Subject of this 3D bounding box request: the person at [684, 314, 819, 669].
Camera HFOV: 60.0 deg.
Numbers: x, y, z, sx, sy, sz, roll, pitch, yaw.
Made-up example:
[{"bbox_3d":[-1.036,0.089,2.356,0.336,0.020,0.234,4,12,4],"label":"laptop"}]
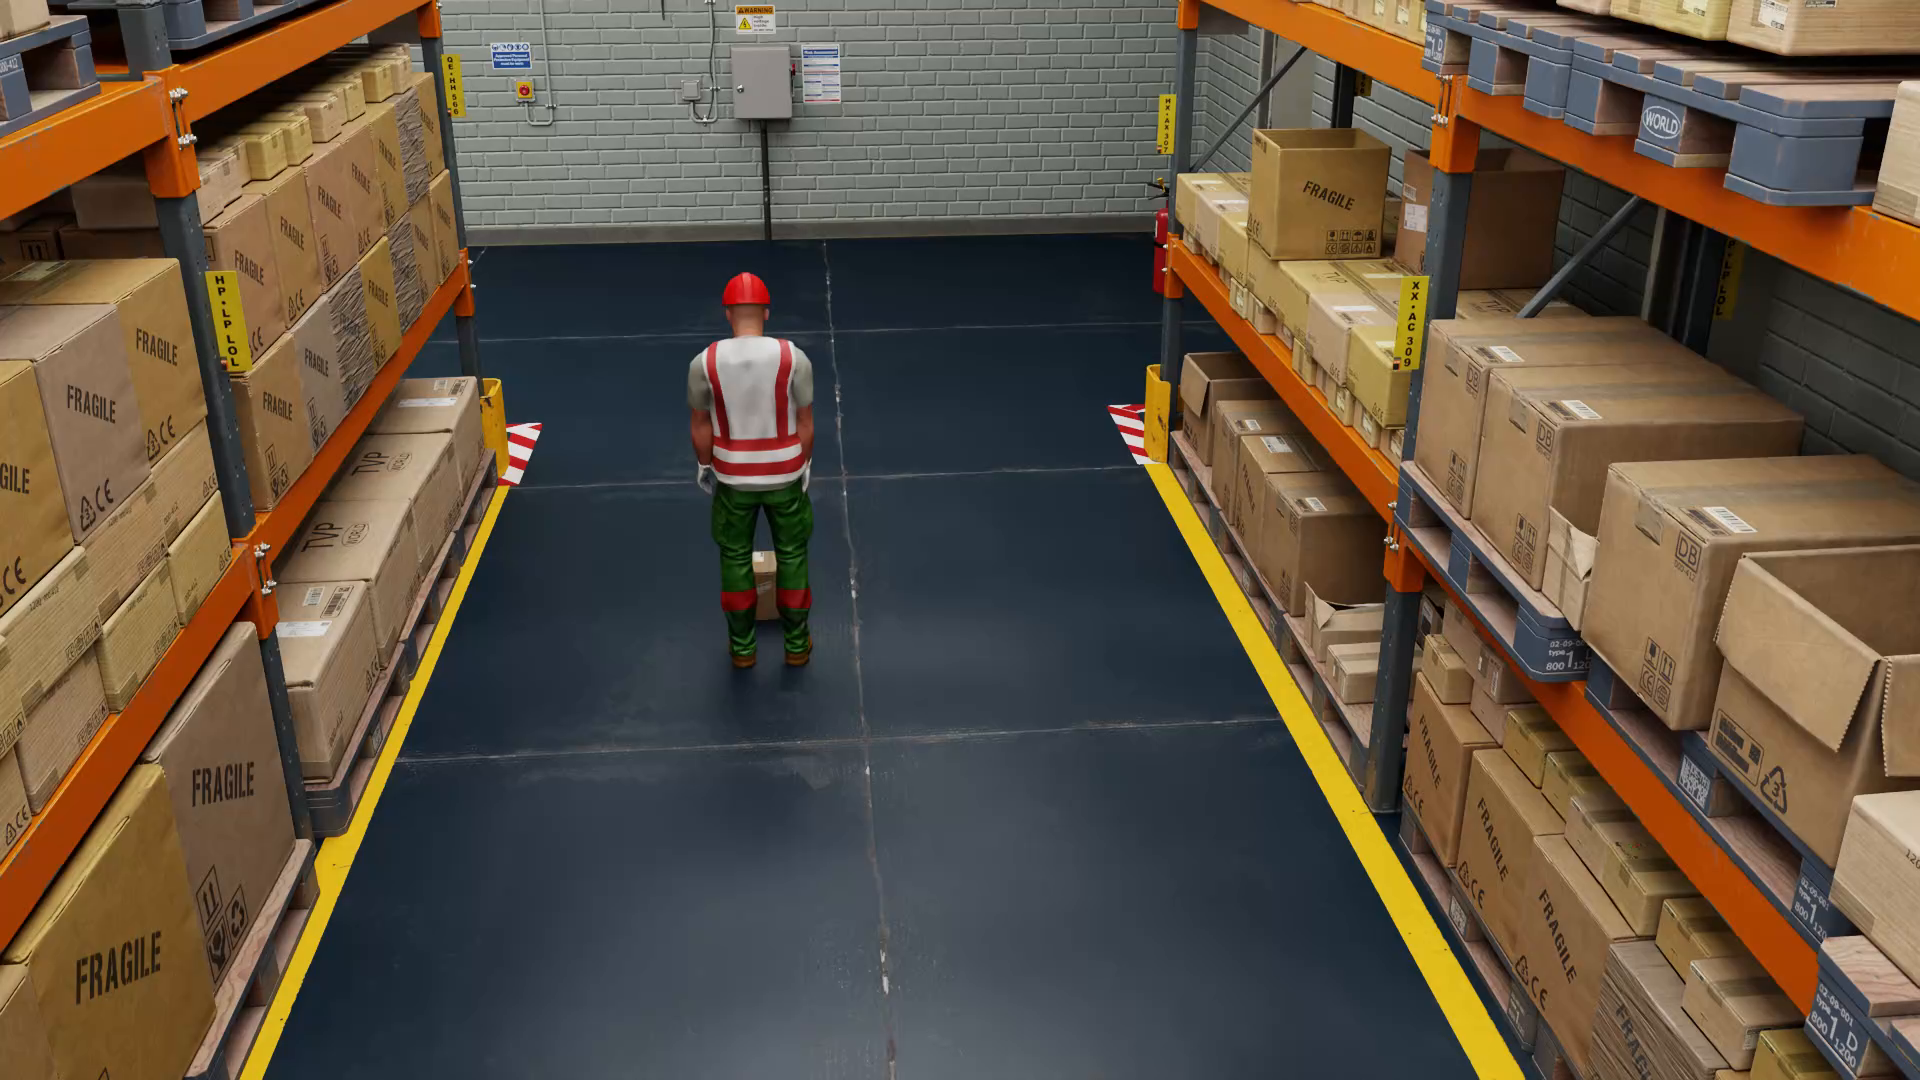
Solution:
[{"bbox_3d":[-0.910,-0.196,7.348,0.579,1.528,0.690,-2,24,-5],"label":"person"}]
